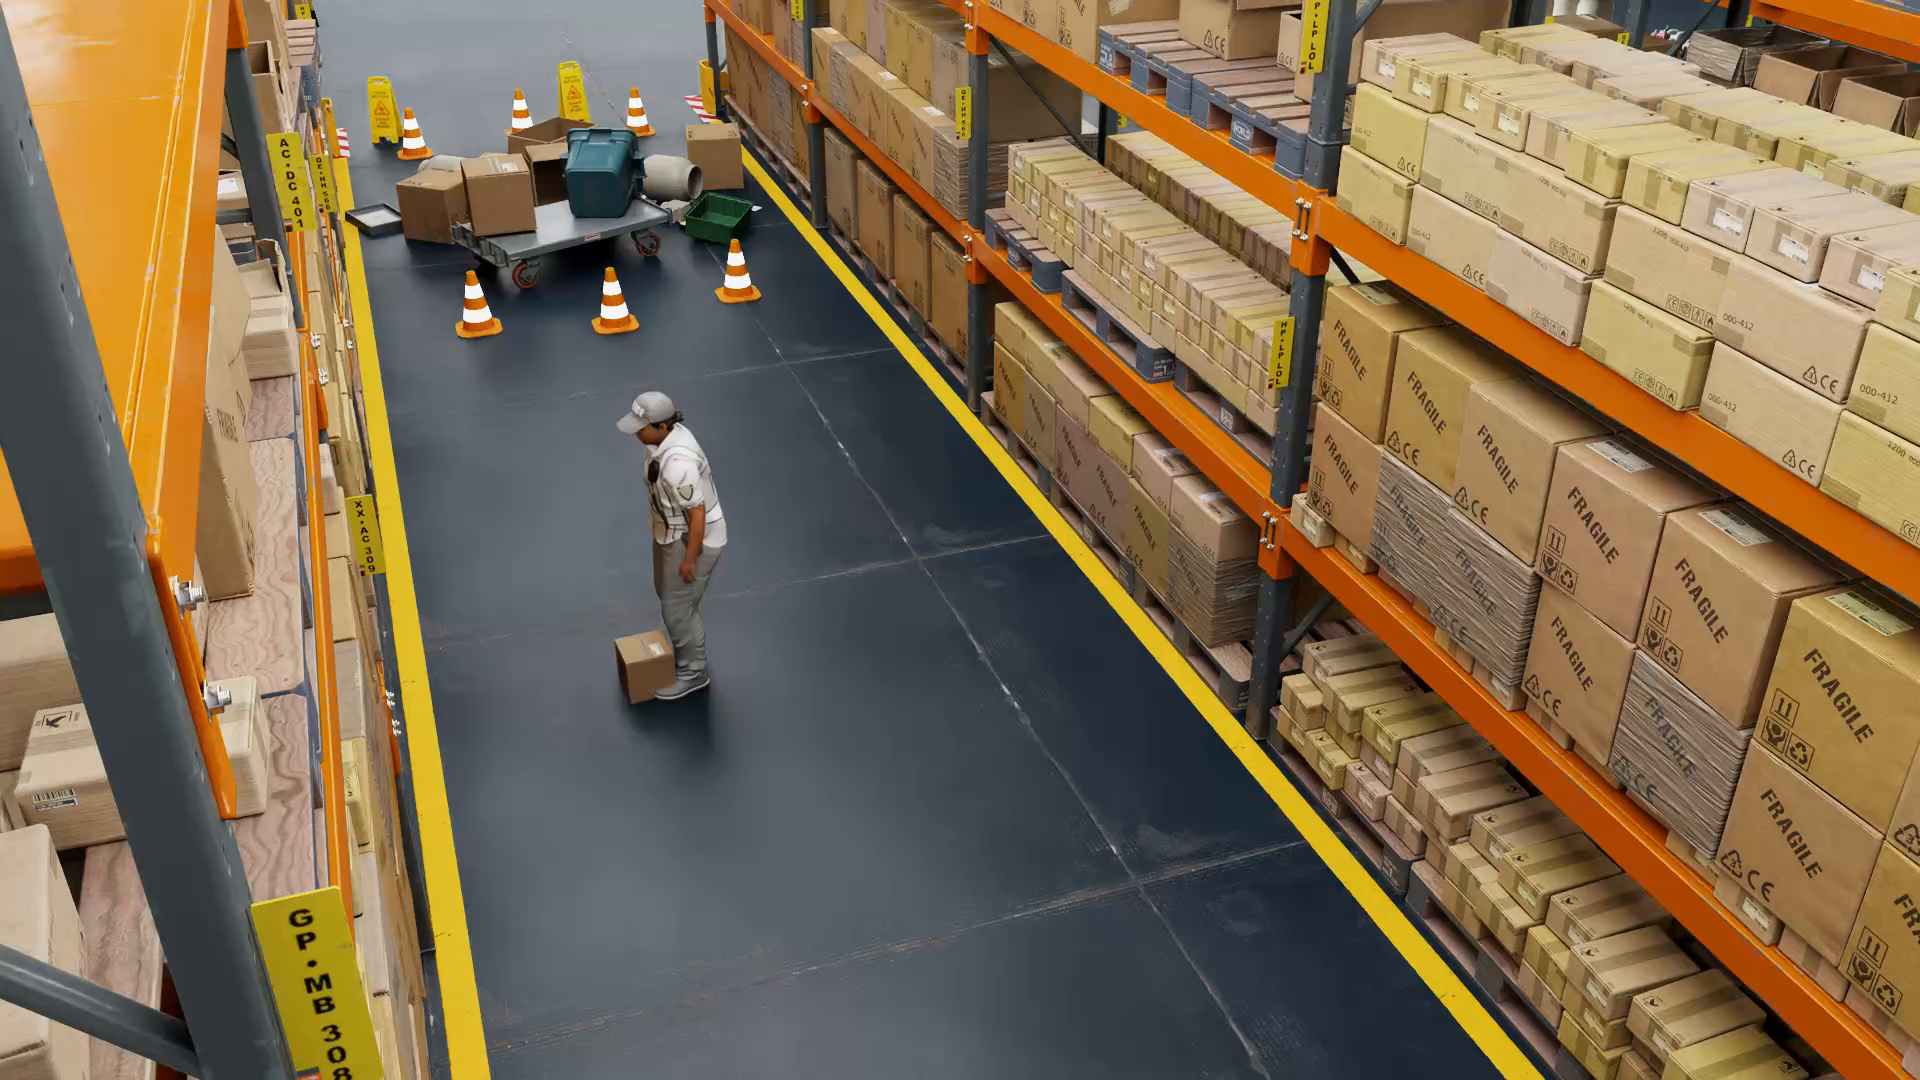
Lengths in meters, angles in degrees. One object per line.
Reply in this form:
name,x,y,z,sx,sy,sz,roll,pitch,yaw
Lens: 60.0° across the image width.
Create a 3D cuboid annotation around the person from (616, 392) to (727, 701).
person,-1.425,-0.002,8.336,0.470,1.664,0.549,-12,32,-20
